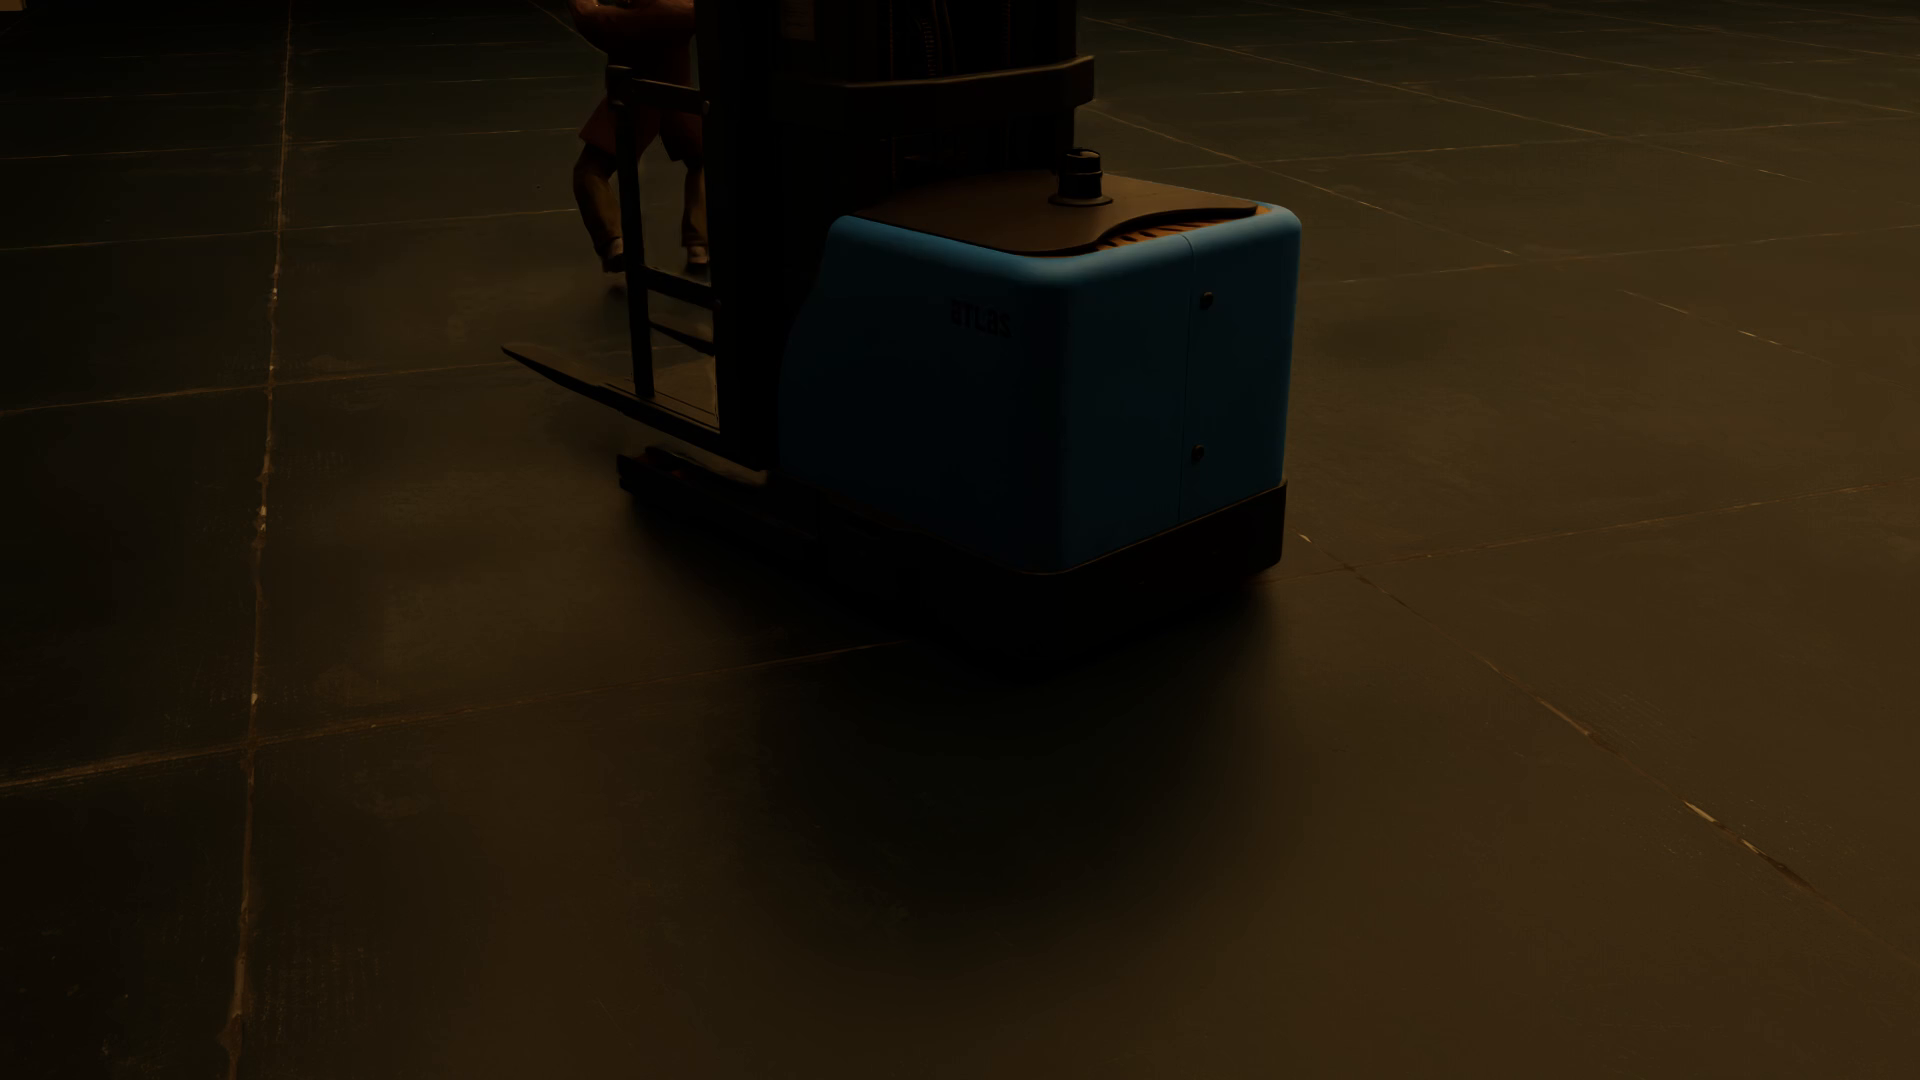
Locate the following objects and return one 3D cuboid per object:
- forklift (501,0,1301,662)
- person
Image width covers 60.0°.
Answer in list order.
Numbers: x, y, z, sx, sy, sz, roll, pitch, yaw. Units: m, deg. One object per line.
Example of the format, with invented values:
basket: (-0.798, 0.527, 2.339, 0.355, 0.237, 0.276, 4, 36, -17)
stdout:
forklift: (-0.449, -1.531, 4.938, 1.130, 2.935, 3.031, -20, 30, -39)
person: (-1.359, -2.102, 8.066, 1.103, 1.545, 0.808, -13, 26, -27)
